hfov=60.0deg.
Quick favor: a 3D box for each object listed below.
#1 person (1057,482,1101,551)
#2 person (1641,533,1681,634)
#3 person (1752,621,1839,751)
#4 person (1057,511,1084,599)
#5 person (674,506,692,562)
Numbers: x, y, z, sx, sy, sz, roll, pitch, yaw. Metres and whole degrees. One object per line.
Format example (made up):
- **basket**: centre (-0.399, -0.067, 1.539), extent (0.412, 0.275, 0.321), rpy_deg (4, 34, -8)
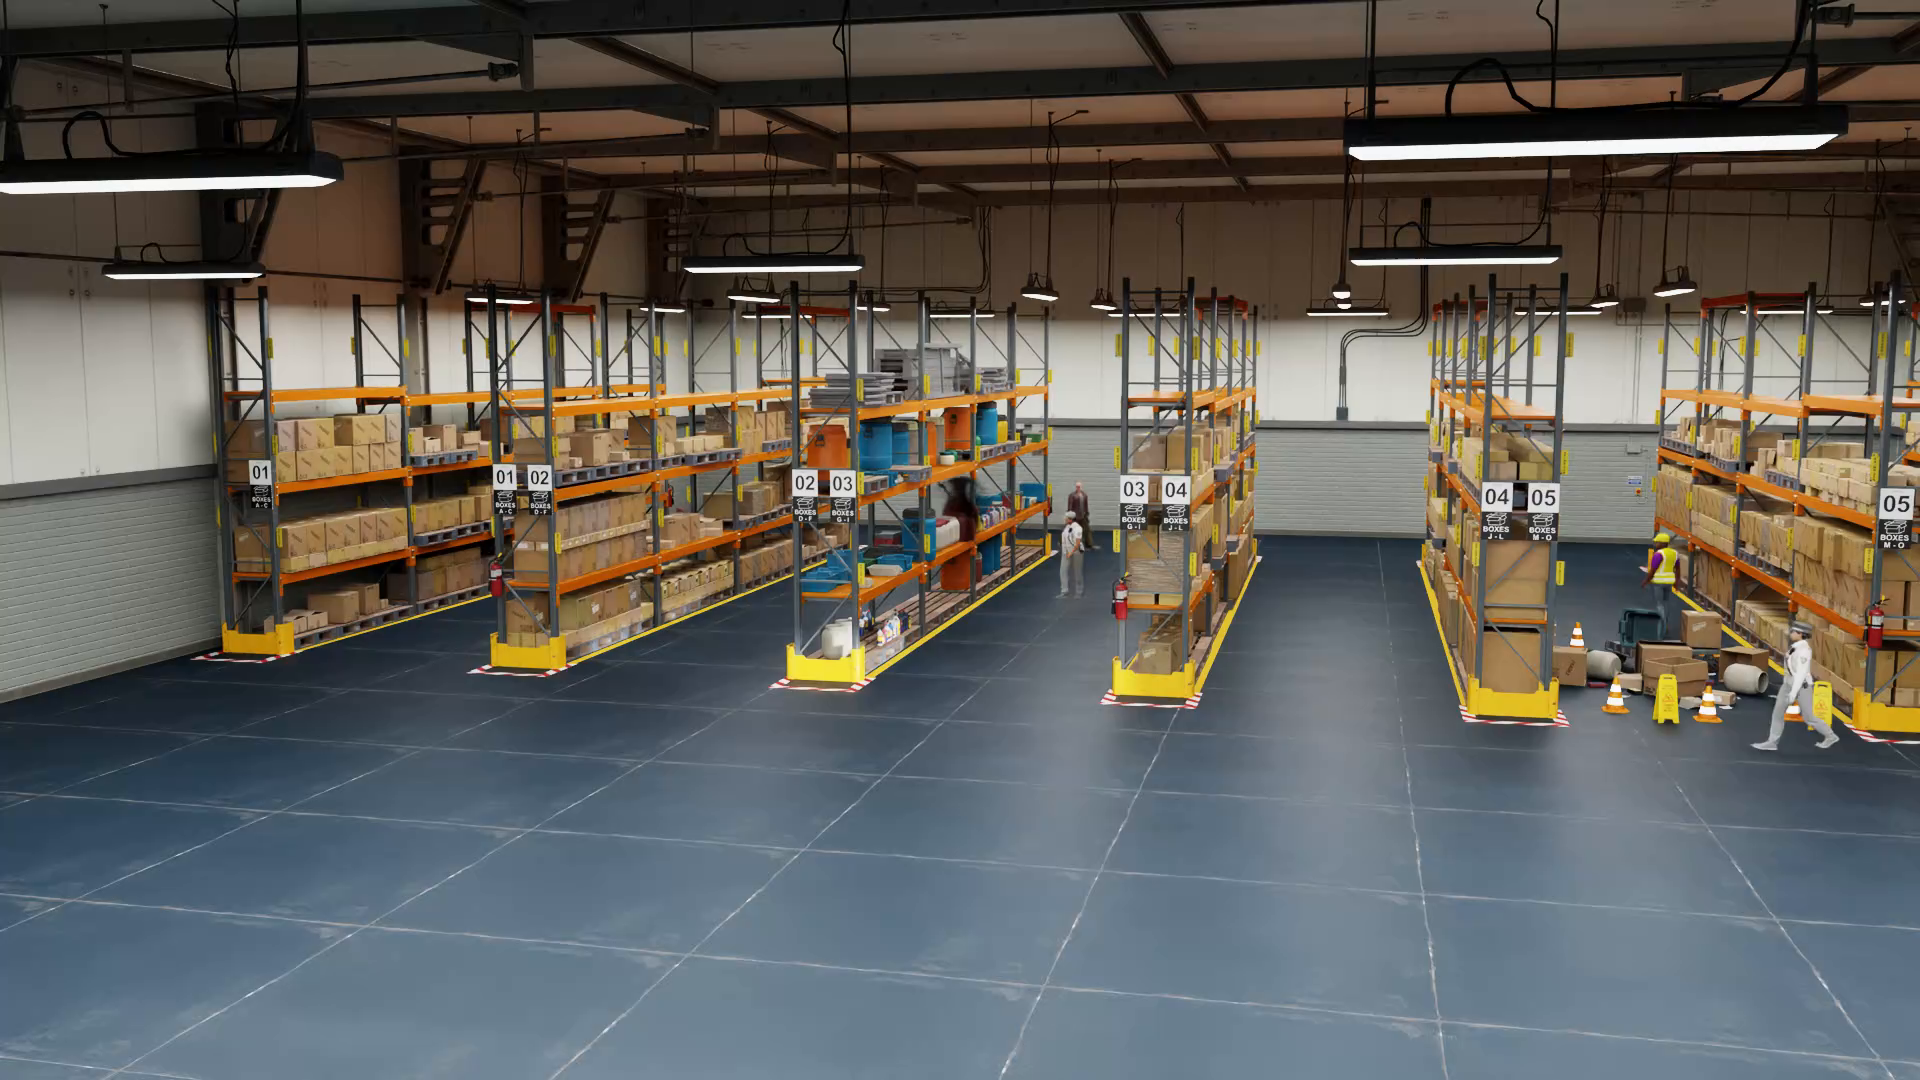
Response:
- **person**: centre (2.958, -0.586, 41.244), extent (1.145, 1.726, 0.713), rpy_deg (5, 8, 38)
- **person**: centre (12.324, 0.774, 29.212), extent (0.644, 1.798, 0.692), rpy_deg (0, 7, 2)
- **person**: centre (10.416, 1.823, 20.606), extent (0.958, 1.639, 0.449), rpy_deg (-1, 7, -5)
- **person**: centre (2.118, 0.280, 31.515), extent (0.479, 1.669, 0.578), rpy_deg (5, 8, 37)
- **person**: centre (-6.141, 0.024, 36.672), extent (0.493, 1.539, 0.939), rpy_deg (1, 7, 10)
